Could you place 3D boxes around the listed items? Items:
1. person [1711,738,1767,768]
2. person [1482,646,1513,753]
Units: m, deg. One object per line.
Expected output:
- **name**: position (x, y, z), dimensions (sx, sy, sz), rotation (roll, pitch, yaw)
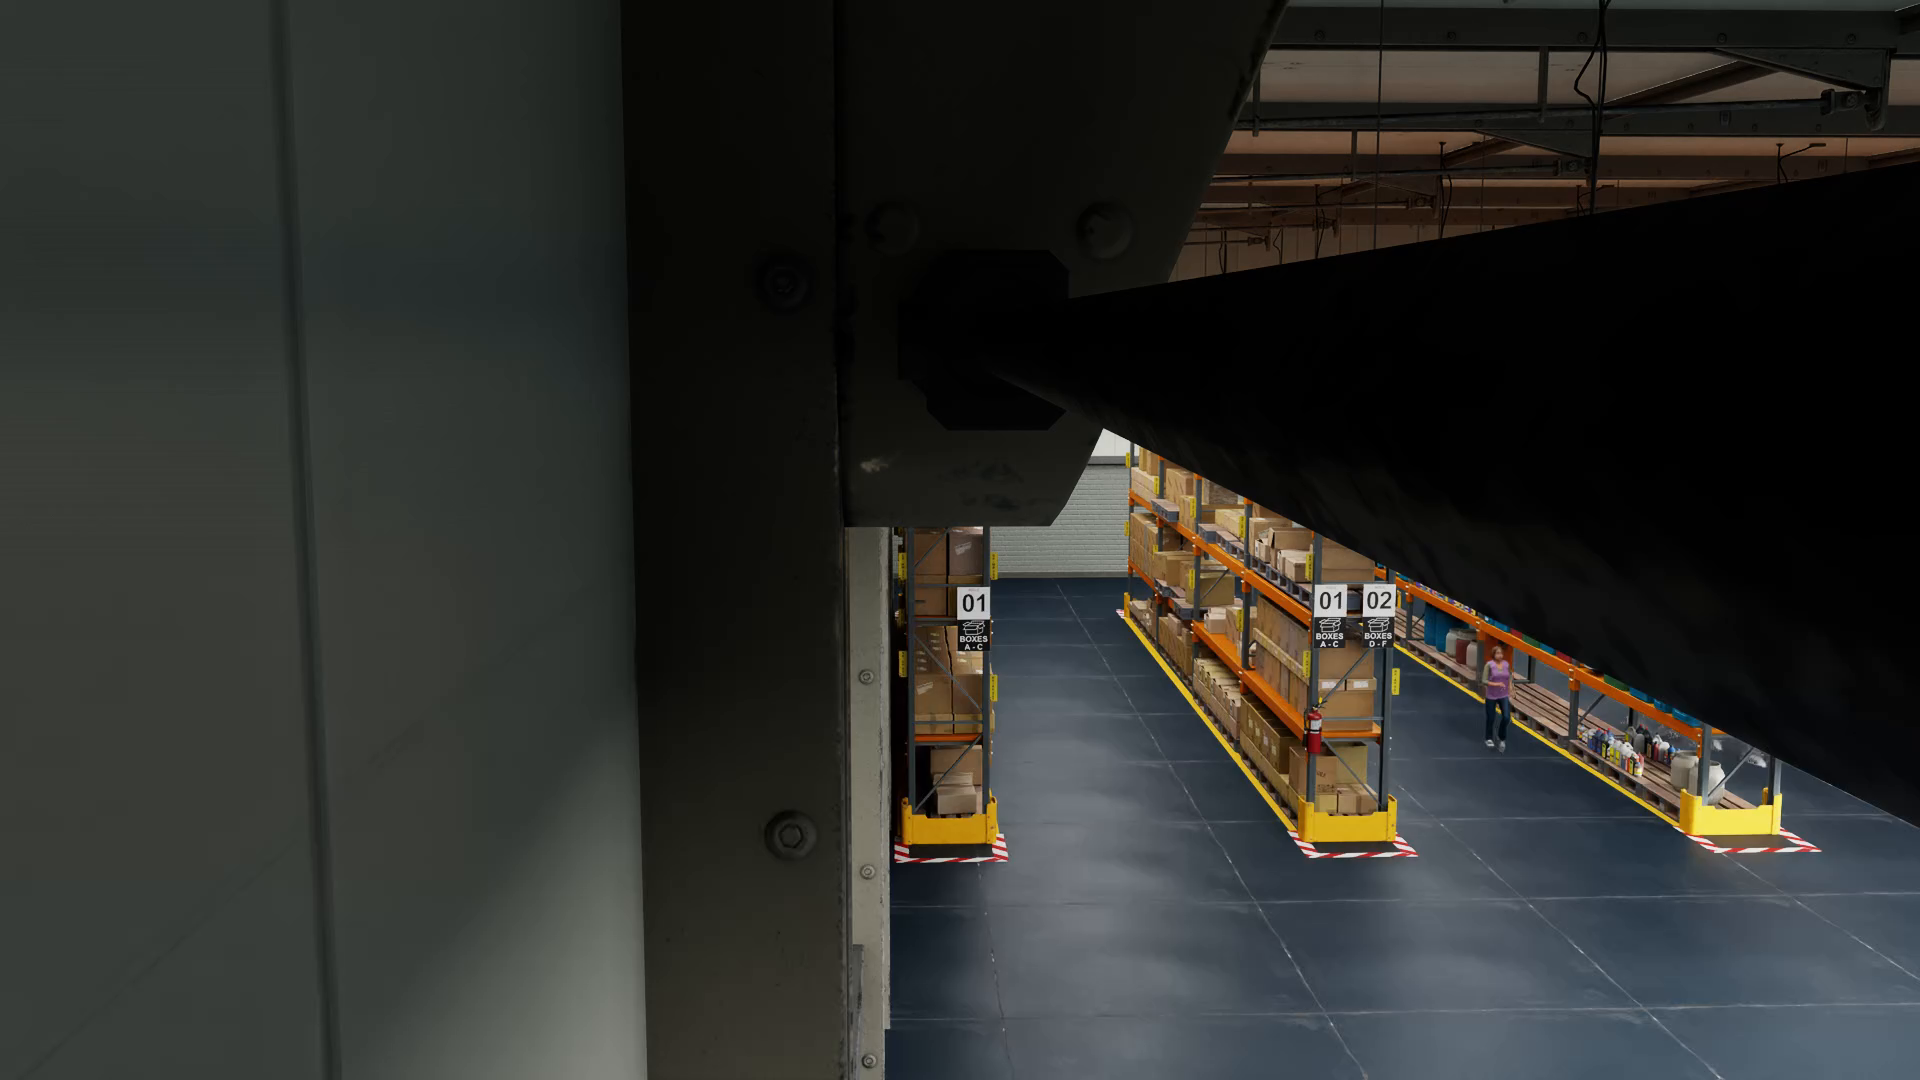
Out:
- **person**: position (11.467, 2.446, 24.378), dimensions (0.602, 1.625, 1.005), rotation (-4, 8, -29)
- **person**: position (8.021, 2.371, 24.794), dimensions (0.509, 1.601, 0.667), rotation (0, 7, 3)
